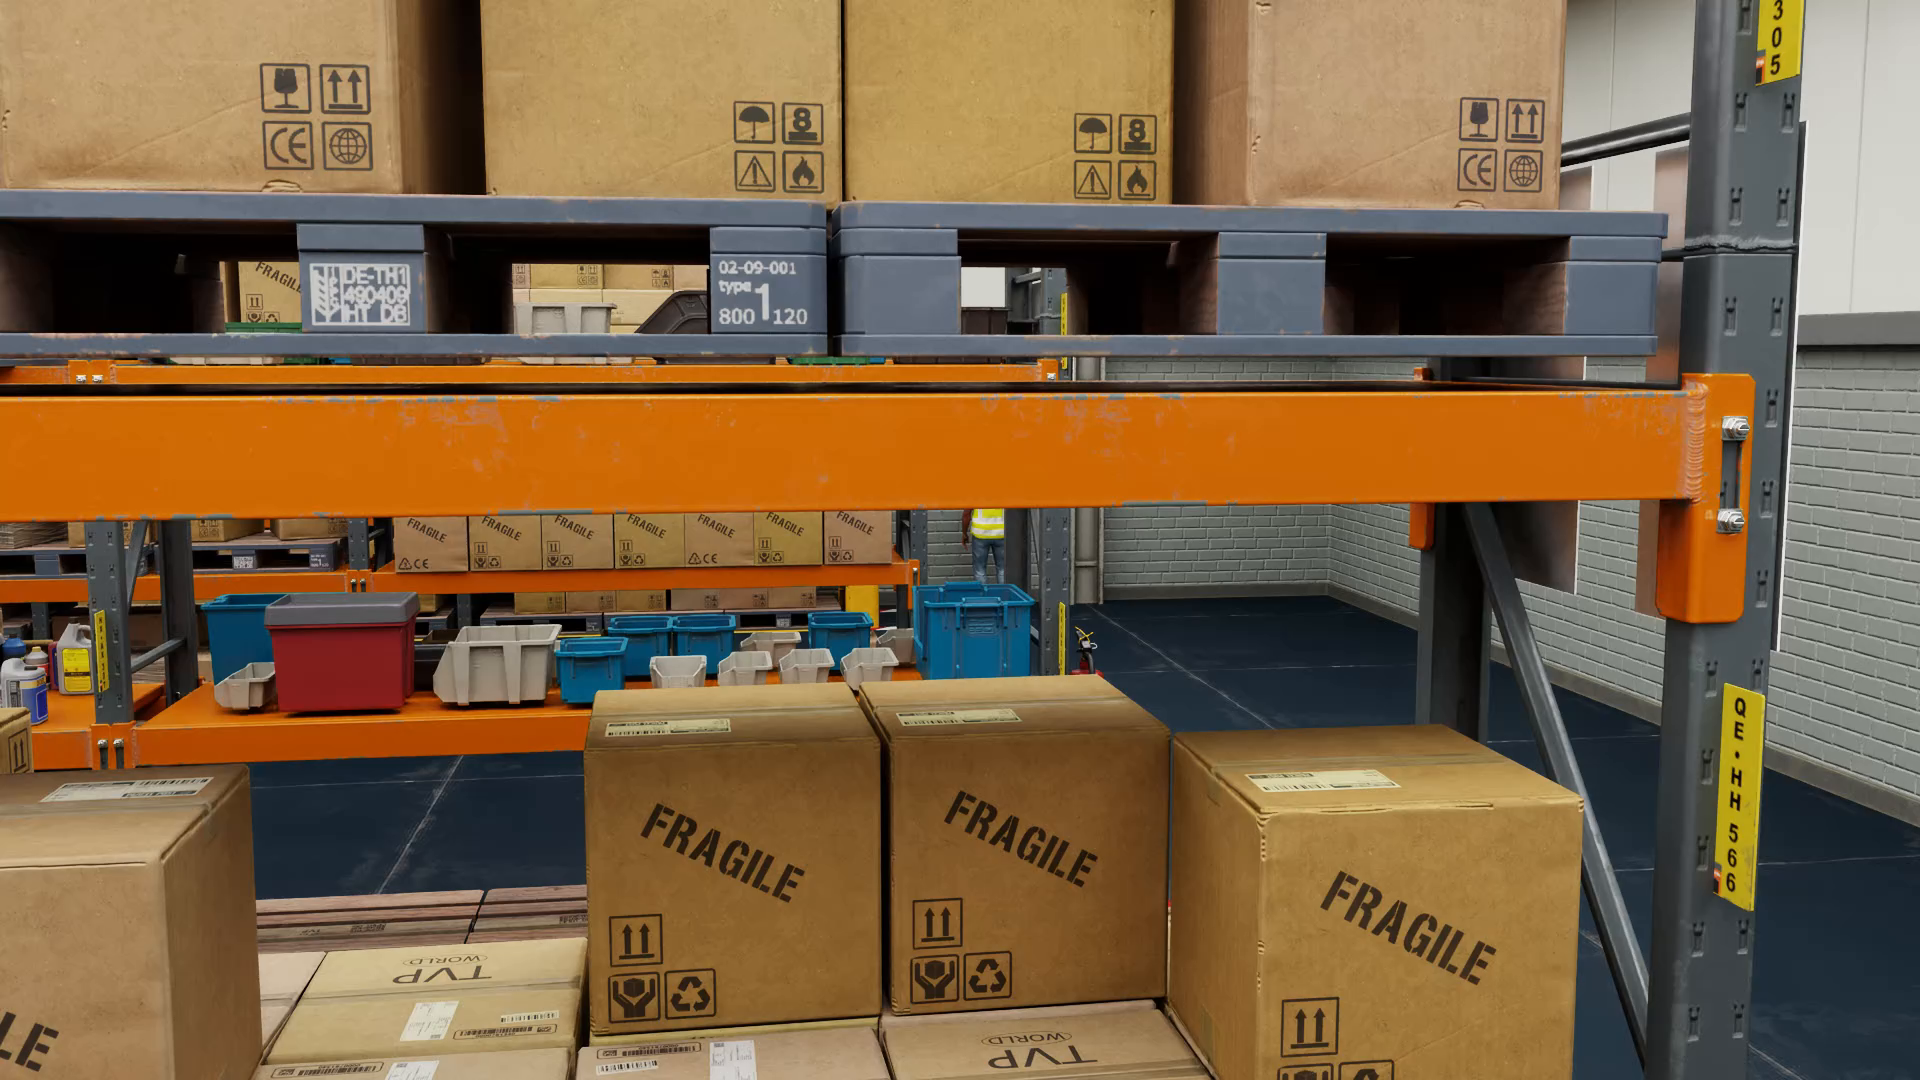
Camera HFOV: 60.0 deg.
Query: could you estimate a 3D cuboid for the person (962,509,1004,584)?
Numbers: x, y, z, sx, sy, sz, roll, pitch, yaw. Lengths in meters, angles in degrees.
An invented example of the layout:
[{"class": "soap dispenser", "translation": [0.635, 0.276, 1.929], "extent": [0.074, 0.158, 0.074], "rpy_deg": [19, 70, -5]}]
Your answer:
[{"class": "person", "translation": [0.328, -0.064, 18.196], "extent": [0.626, 1.761, 0.458], "rpy_deg": [-1, 7, -9]}]
